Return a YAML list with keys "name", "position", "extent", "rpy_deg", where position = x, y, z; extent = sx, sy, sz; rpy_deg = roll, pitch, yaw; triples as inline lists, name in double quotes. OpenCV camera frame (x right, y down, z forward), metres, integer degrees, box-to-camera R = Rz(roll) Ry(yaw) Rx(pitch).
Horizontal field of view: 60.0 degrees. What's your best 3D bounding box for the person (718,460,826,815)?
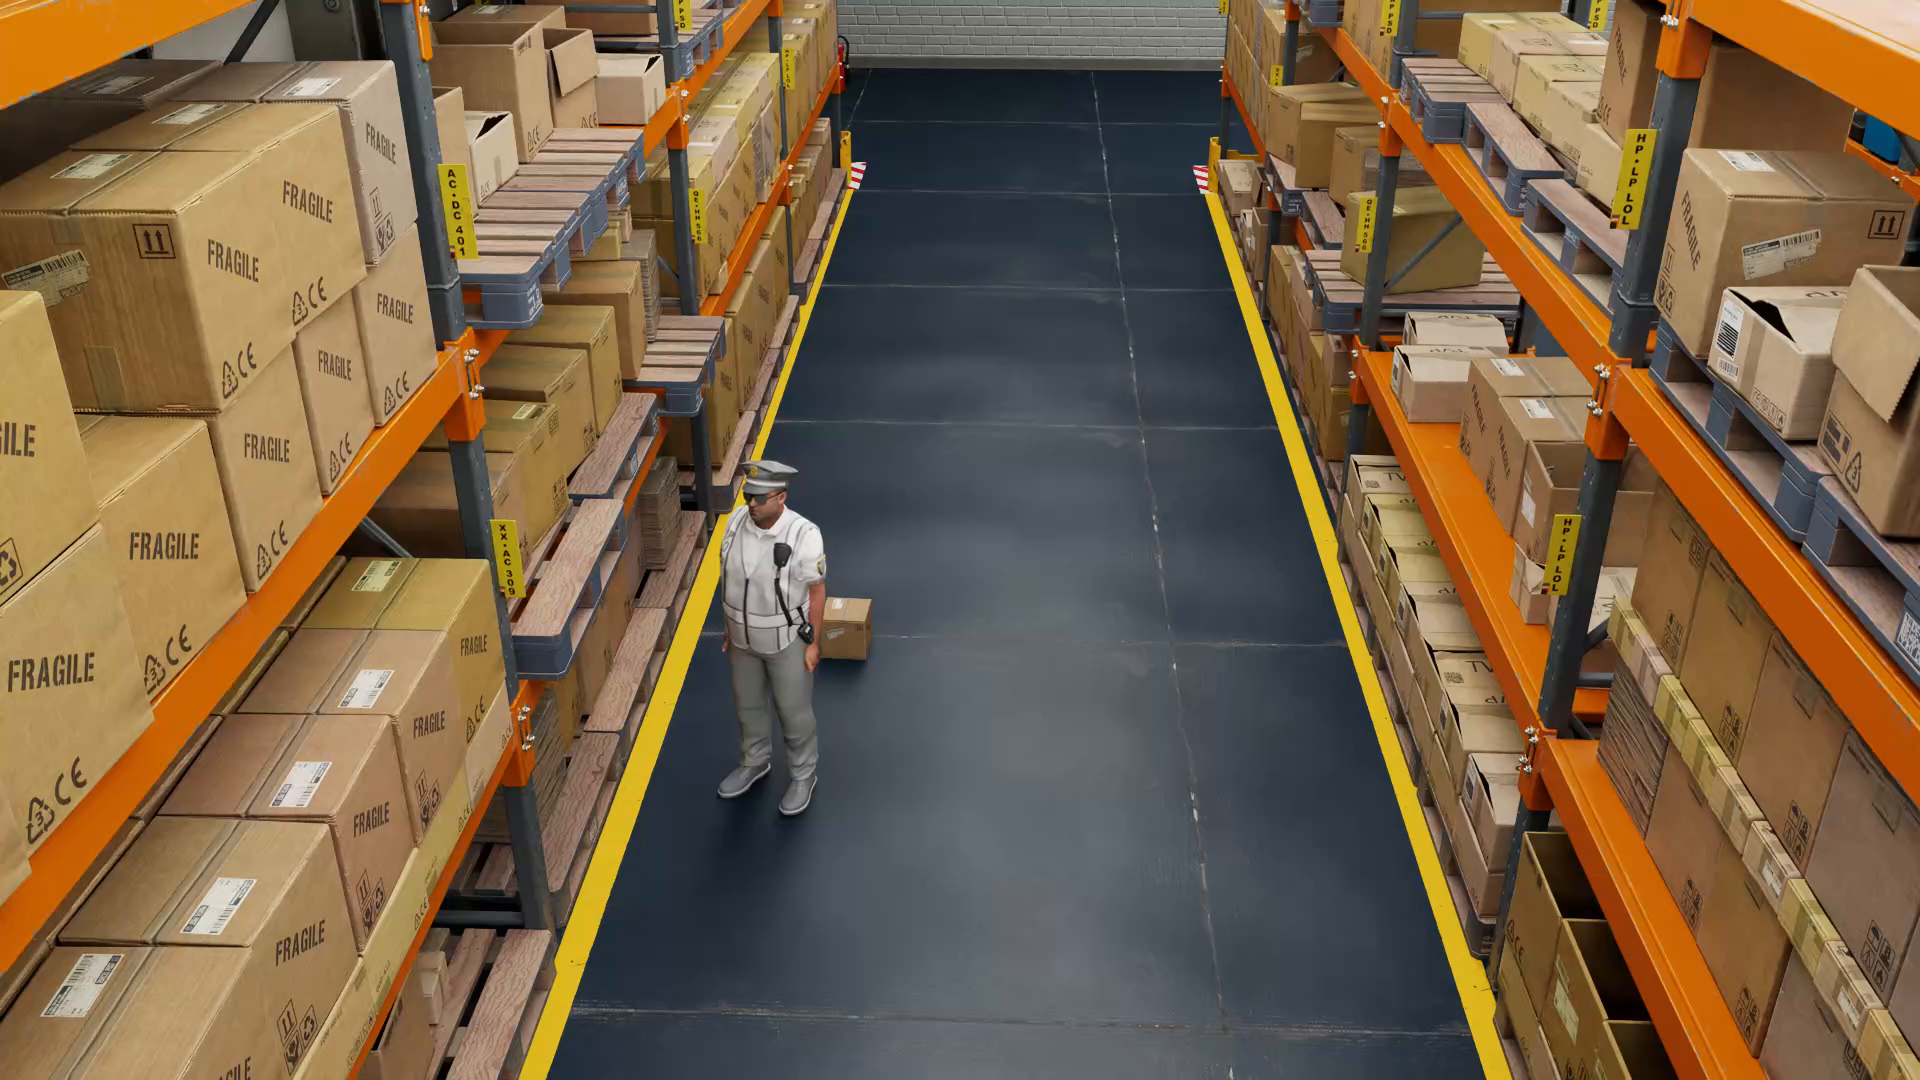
- name: "person"
  position: [-0.888, 0.435, 7.765]
  extent: [0.520, 1.775, 0.403]
  rpy_deg: [11, 30, 21]
